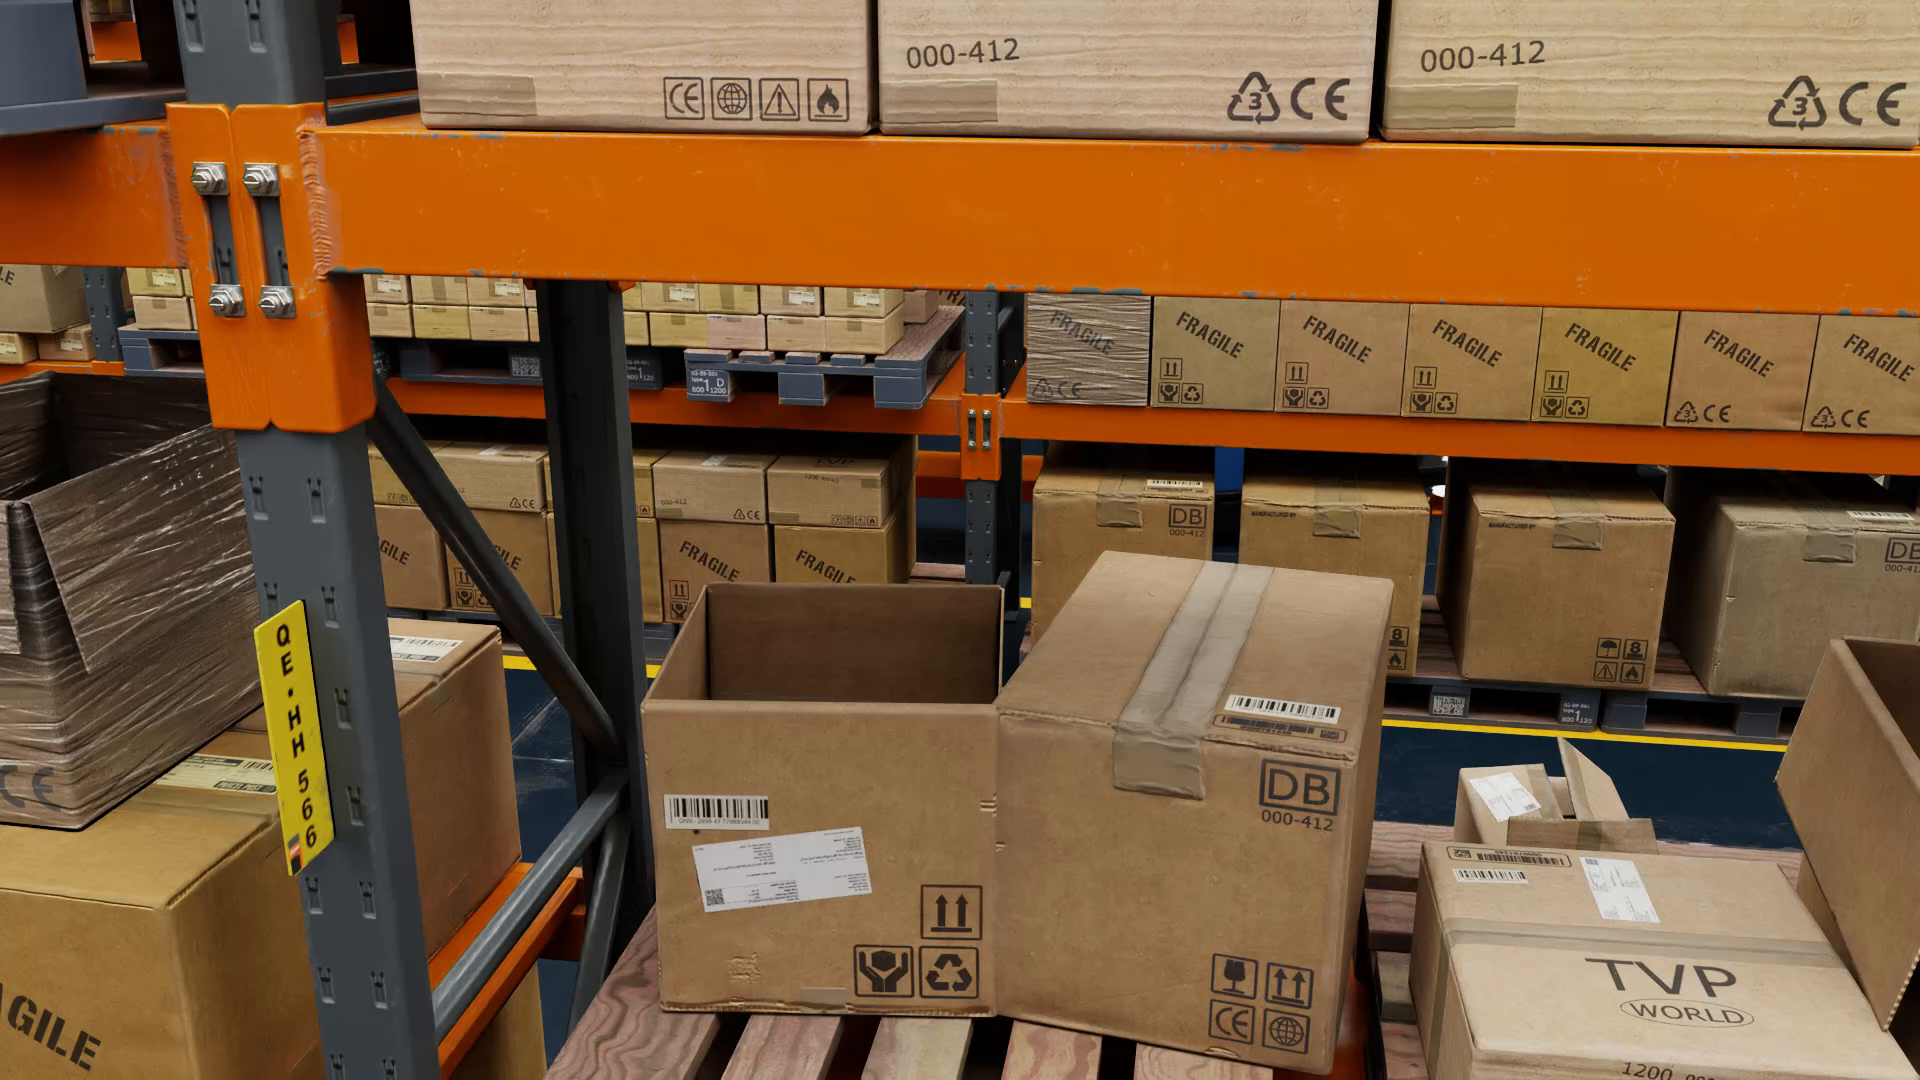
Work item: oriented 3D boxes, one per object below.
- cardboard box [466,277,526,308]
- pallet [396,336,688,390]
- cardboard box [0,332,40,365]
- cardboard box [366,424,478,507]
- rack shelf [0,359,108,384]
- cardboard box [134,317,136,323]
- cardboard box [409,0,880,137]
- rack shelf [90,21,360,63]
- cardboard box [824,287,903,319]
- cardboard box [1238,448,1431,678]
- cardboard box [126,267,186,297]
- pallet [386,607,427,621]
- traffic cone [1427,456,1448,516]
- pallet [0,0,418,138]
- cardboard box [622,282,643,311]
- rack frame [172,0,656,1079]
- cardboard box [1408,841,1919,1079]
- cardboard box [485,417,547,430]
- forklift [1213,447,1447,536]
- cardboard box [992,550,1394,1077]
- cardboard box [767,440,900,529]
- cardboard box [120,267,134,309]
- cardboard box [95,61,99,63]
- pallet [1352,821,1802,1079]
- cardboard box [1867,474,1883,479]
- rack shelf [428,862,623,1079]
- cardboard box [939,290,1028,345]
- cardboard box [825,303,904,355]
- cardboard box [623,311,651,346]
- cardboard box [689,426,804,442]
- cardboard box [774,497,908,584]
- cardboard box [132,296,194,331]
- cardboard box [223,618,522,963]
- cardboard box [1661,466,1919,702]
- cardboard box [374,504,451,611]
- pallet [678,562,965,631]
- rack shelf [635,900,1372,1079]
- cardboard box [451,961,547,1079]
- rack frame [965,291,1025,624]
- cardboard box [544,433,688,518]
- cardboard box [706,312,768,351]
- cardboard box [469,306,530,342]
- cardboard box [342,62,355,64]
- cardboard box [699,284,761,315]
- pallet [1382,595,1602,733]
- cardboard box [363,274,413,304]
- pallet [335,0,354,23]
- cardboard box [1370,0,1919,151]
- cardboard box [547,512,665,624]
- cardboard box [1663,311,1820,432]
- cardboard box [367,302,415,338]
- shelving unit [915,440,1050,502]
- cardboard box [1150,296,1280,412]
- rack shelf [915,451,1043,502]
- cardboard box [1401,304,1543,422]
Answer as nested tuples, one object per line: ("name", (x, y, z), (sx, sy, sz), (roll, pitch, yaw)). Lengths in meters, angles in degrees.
("cardboard box", (-1.927, -1.112, 7.163), (0.250, 0.149, 0.380), (3, 19, 8))
("pallet", (-1.799, -0.927, 7.649), (1.213, 0.211, 1.003), (3, 19, 9))
("cardboard box", (-4.378, -0.933, 7.761), (0.250, 0.149, 0.380), (2, 19, 7))
("cardboard box", (-2.573, -0.356, 7.735), (0.500, 0.250, 0.500), (3, 19, 10))
("rack shelf", (-5.762, -0.892, 8.376), (4.000, 0.370, 1.077), (3, 19, 9))
("cardboard box", (-4.015, -1.130, 8.349), (0.250, 0.149, 0.380), (4, 19, 11))
("cardboard box", (-0.301, -0.630, 1.969), (0.500, 0.250, 0.500), (3, 19, 10))
("rack shelf", (-1.813, -2.113, 7.298), (4.000, 0.370, 1.077), (3, 19, 9))
("cardboard box", (-0.398, -1.035, 6.933), (0.250, 0.149, 0.380), (3, 19, 10))
("cardboard box", (1.613, 0.038, 7.345), (0.750, 0.750, 1.050), (3, 19, 9))
("cardboard box", (-3.471, -1.190, 7.397), (0.250, 0.149, 0.380), (3, 19, 10))
("pallet", (-3.018, 0.229, 8.287), (1.213, 0.211, 1.003), (3, 19, 9))
("traffic cone", (2.906, -0.408, 9.793), (0.334, 0.463, 0.336), (3, 19, 9))
("pallet", (-1.369, -0.731, 2.331), (1.003, 0.211, 1.213), (4, 19, 11))
("cardboard box", (-1.414, -1.086, 7.086), (0.250, 0.149, 0.380), (3, 19, 8))
("rack frame", (-0.724, 0.617, 2.733), (0.053, 2.616, 0.949), (3, 19, 9))
("cardboard box", (0.894, 0.646, 2.220), (0.500, 0.250, 0.500), (2, 19, 7))
("cardboard box", (-1.982, -0.491, 8.140), (0.500, 0.250, 0.500), (2, 19, 6))
("forklift", (2.199, -1.600, 9.465), (3.031, 2.935, 1.130), (-5, 19, -15))
("cardboard box", (0.382, 0.382, 2.613), (0.500, 0.500, 0.700), (6, 19, 17))
("cardboard box", (-0.555, -0.253, 7.427), (0.500, 0.250, 0.500), (2, 19, 7))
("cardboard box", (-4.236, -1.425, 8.208), (0.500, 0.500, 0.500), (3, 19, 8))
("cardboard box", (-6.475, -3.623, 12.649), (0.250, 0.149, 0.380), (3, 19, 10))
("pallet", (1.237, 0.795, 2.501), (1.213, 0.211, 1.003), (3, 19, 9))
("cardboard box", (5.639, -0.621, 10.368), (0.500, 0.500, 0.500), (-15, 24, -38))
("rack shelf", (-2.699, 0.858, 3.145), (4.000, 0.370, 1.077), (3, 19, 9))
("cardboard box", (0.179, -1.739, 12.461), (0.875, 0.875, 0.875), (3, 19, 8))
("cardboard box", (-0.398, -0.892, 6.976), (0.250, 0.149, 0.380), (3, 19, 10))
("cardboard box", (-1.408, -0.945, 7.133), (0.250, 0.149, 0.380), (2, 19, 6))
("cardboard box", (-0.981, -0.437, 7.977), (0.500, 0.250, 0.500), (3, 19, 8))
("cardboard box", (-0.529, 0.104, 7.543), (0.500, 0.500, 0.500), (3, 19, 8))
("cardboard box", (-3.471, -1.049, 7.444), (0.250, 0.149, 0.380), (2, 19, 6))
("cardboard box", (-1.161, 0.460, 3.042), (0.500, 0.500, 0.500), (3, 19, 10))
("cardboard box", (3.484, 0.135, 7.057), (0.750, 0.750, 1.050), (3, 19, 8))
("cardboard box", (-2.577, 0.000, 7.853), (0.500, 0.500, 0.500), (4, 19, 11))
("pallet", (-0.609, 0.351, 7.920), (1.213, 0.211, 1.003), (3, 19, 9))
("rack shelf", (1.250, 1.059, 2.543), (4.000, 0.370, 1.077), (3, 19, 9))
("cardboard box", (-1.402, 1.385, 3.124), (0.875, 0.875, 1.225), (2, 19, 6))
("rack frame", (0.162, -0.931, 7.359), (0.127, 3.000, 1.000), (3, 19, 9))
("cardboard box", (-1.554, -0.305, 7.584), (0.500, 0.250, 0.500), (3, 19, 10))
("cardboard box", (-0.897, -0.918, 7.053), (0.250, 0.149, 0.380), (3, 19, 10))
("cardboard box", (-1.933, -0.971, 7.212), (0.250, 0.149, 0.380), (2, 19, 6))
("cardboard box", (-4.450, -3.505, 12.295), (0.250, 0.149, 0.380), (3, 19, 8))
("cardboard box", (-0.922, -1.060, 7.009), (0.250, 0.149, 0.380), (3, 19, 10))
("pallet", (2.130, 0.517, 7.427), (1.213, 0.211, 1.003), (3, 19, 9))
("cardboard box", (-2.437, -1.139, 7.244), (0.250, 0.149, 0.380), (4, 19, 11))
("pallet", (-2.170, -2.350, 7.169), (1.003, 0.211, 1.213), (3, 19, 9))
("cardboard box", (0.715, -0.582, 1.823), (0.500, 0.250, 0.500), (3, 19, 10))
("cardboard box", (-1.566, 0.055, 7.689), (0.500, 0.500, 0.500), (2, 19, 6))
("cardboard box", (3.055, -0.745, 6.646), (0.500, 0.500, 0.500), (3, 19, 8))
("cardboard box", (-2.451, -0.997, 7.290), (0.250, 0.149, 0.380), (2, 19, 6))
("shelving unit", (-0.007, -0.534, 9.126), (1.048, 1.125, 0.538), (3, 19, 9))
("cardboard box", (1.065, -0.847, 6.949), (0.500, 0.500, 0.500), (3, 19, 8))
("rack shelf", (-0.007, -0.302, 9.203), (1.000, 0.278, 0.538), (3, 19, 9))
("cardboard box", (2.054, -0.795, 6.796), (0.500, 0.500, 0.500), (3, 19, 8))
